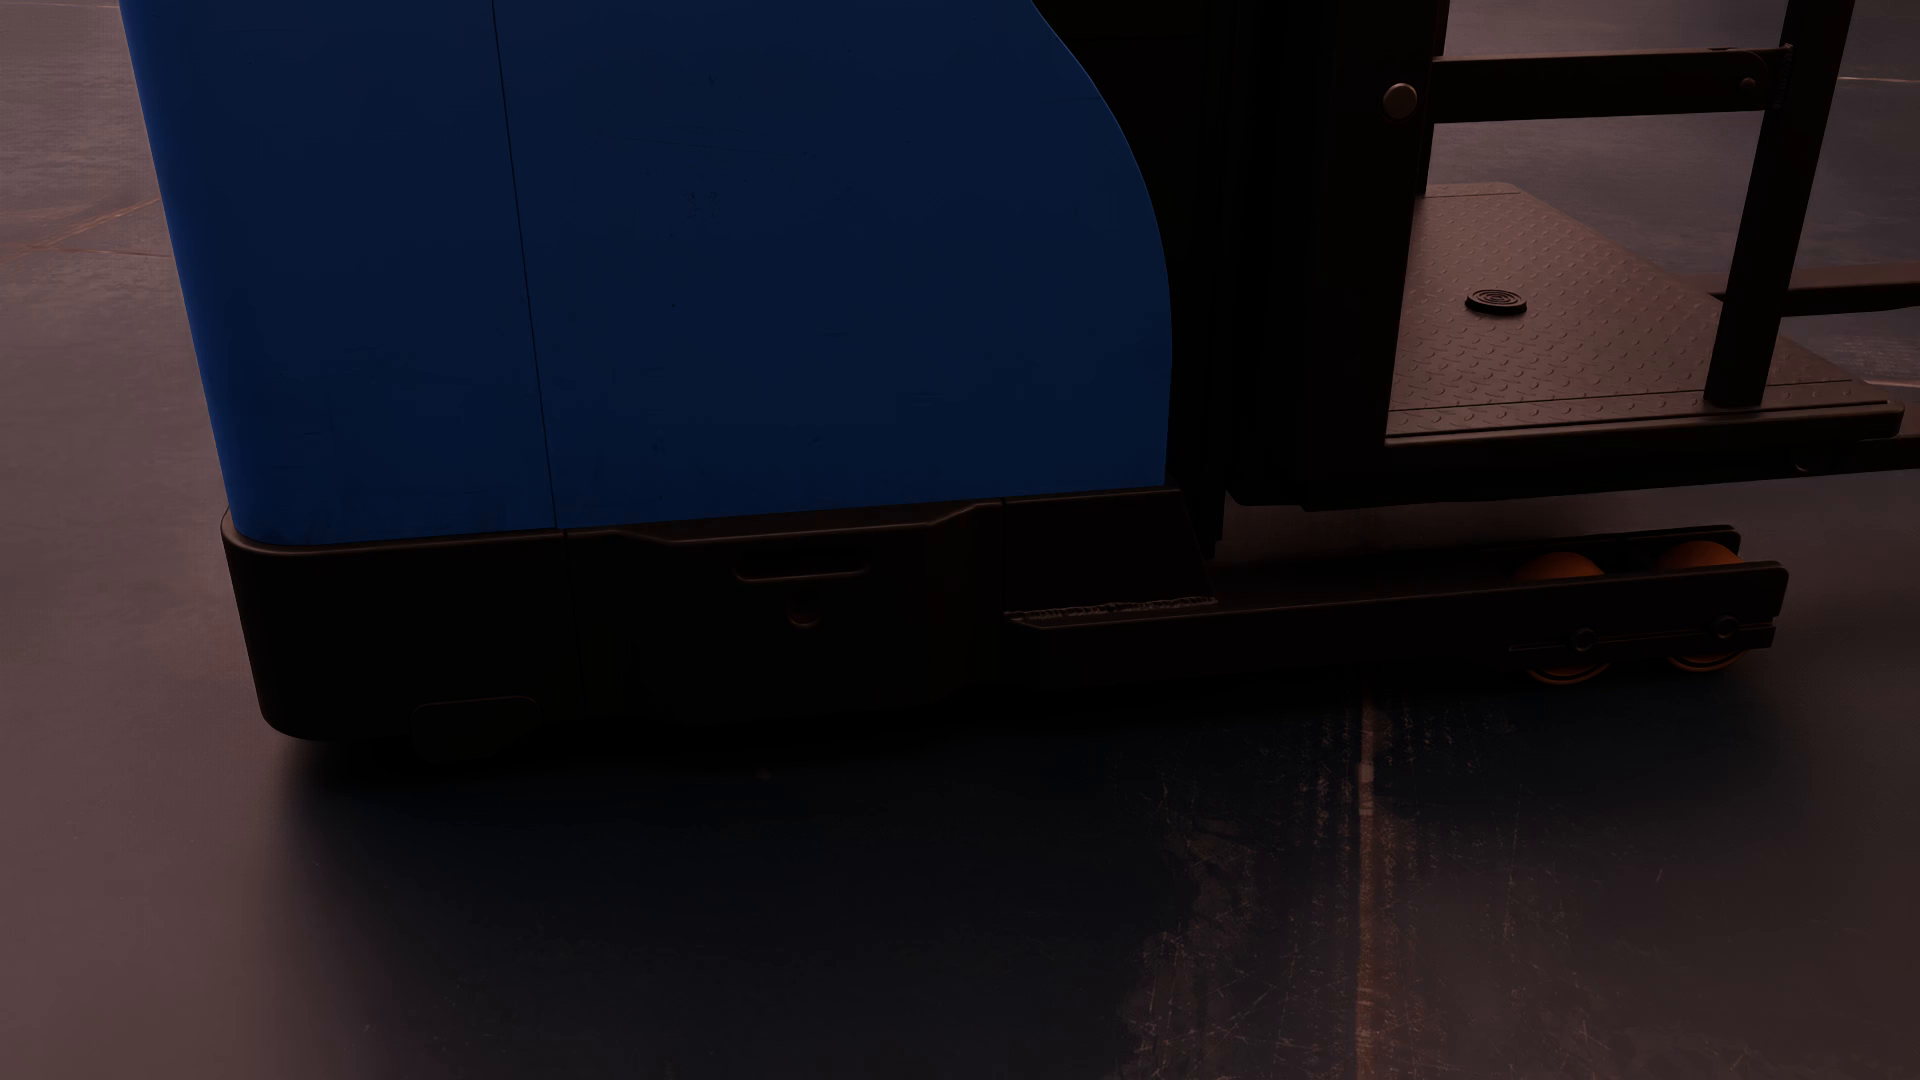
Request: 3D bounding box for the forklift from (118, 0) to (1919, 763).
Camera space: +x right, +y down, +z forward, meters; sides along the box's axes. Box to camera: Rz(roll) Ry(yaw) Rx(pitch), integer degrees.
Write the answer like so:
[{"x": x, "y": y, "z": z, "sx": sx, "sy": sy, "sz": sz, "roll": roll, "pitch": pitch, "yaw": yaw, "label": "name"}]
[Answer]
[{"x": 0.600, "y": -1.354, "z": 1.930, "sx": 3.031, "sy": 2.935, "sz": 1.130, "roll": -4, "pitch": 27, "yaw": -9, "label": "forklift"}]
